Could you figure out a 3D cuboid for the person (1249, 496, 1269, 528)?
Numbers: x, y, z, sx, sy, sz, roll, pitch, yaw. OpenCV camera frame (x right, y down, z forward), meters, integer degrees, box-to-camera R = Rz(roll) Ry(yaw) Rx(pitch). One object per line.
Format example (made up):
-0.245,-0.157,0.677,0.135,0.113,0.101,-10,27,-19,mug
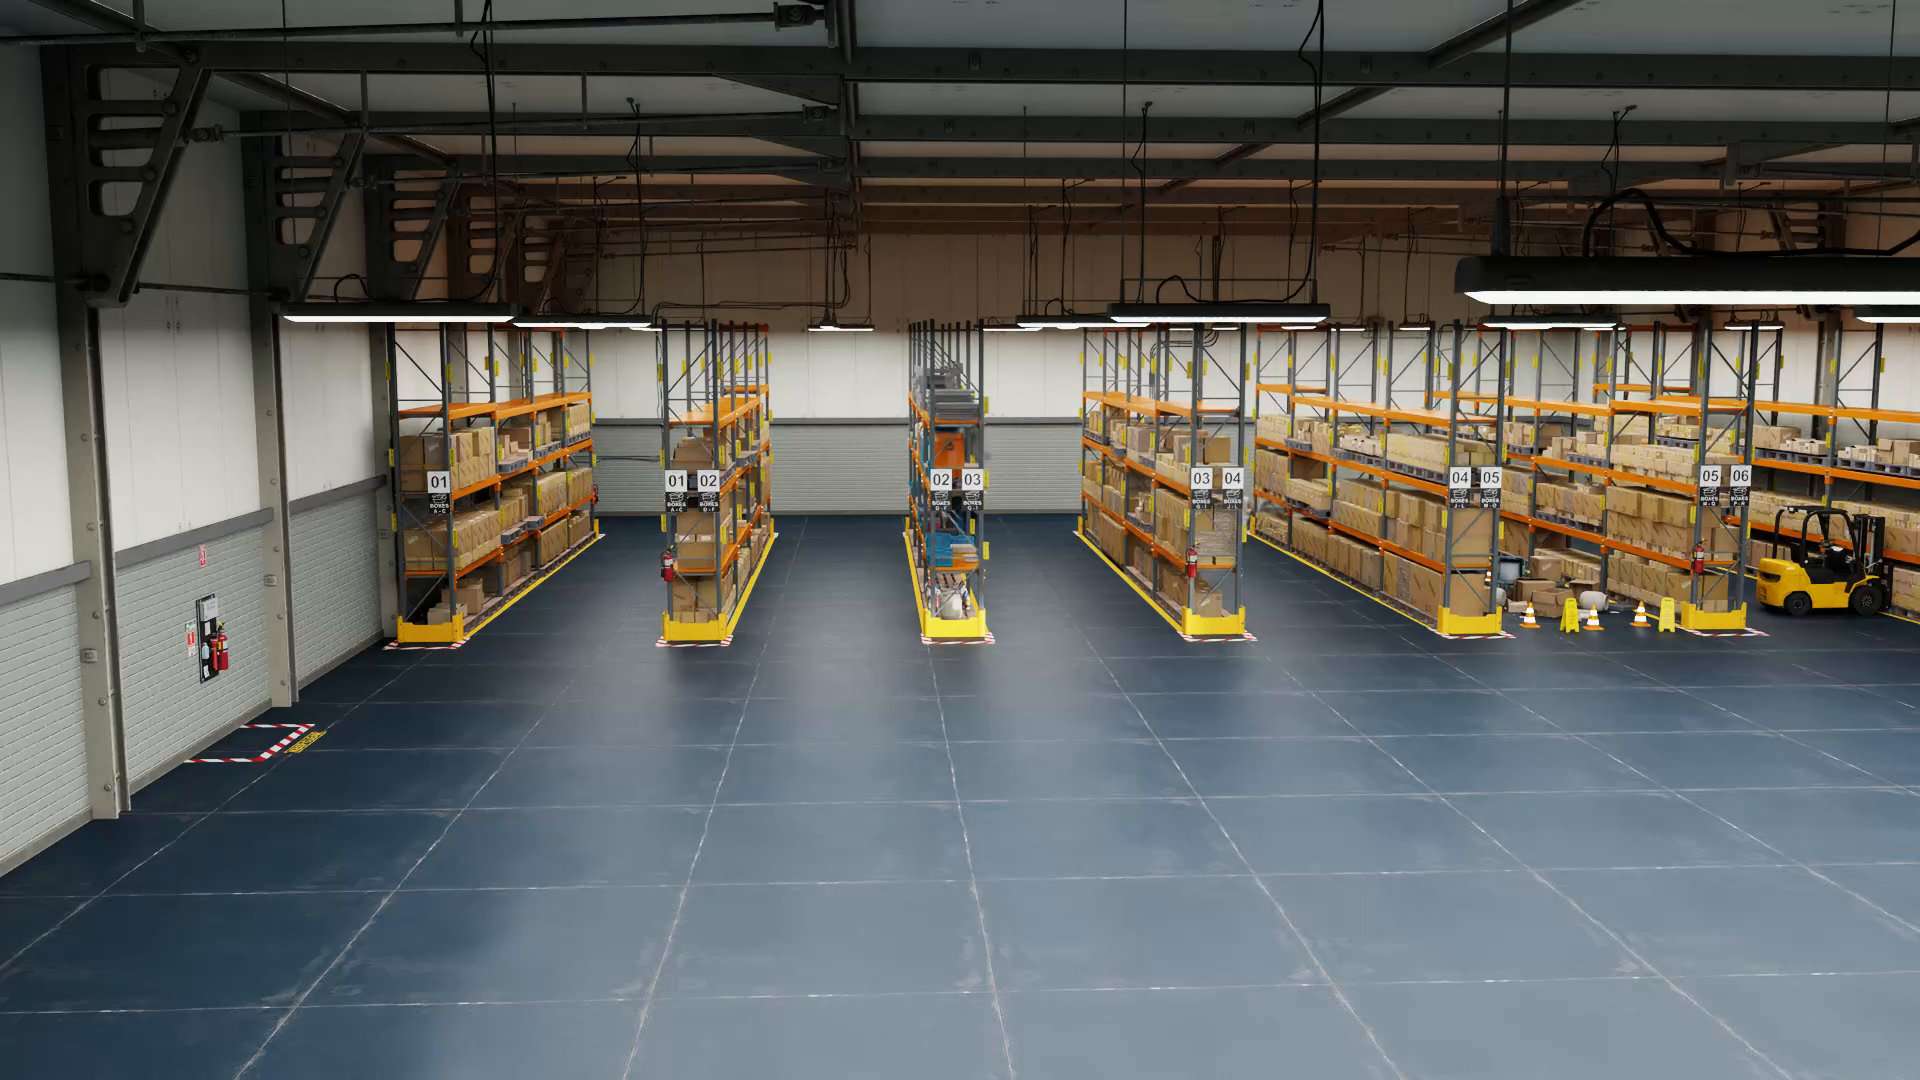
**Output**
8.945,-1.139,49.117,0.771,1.606,0.577,0,7,-1,person

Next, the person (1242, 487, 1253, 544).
7.363,-0.527,43.523,0.632,1.748,0.601,0,7,3,person
